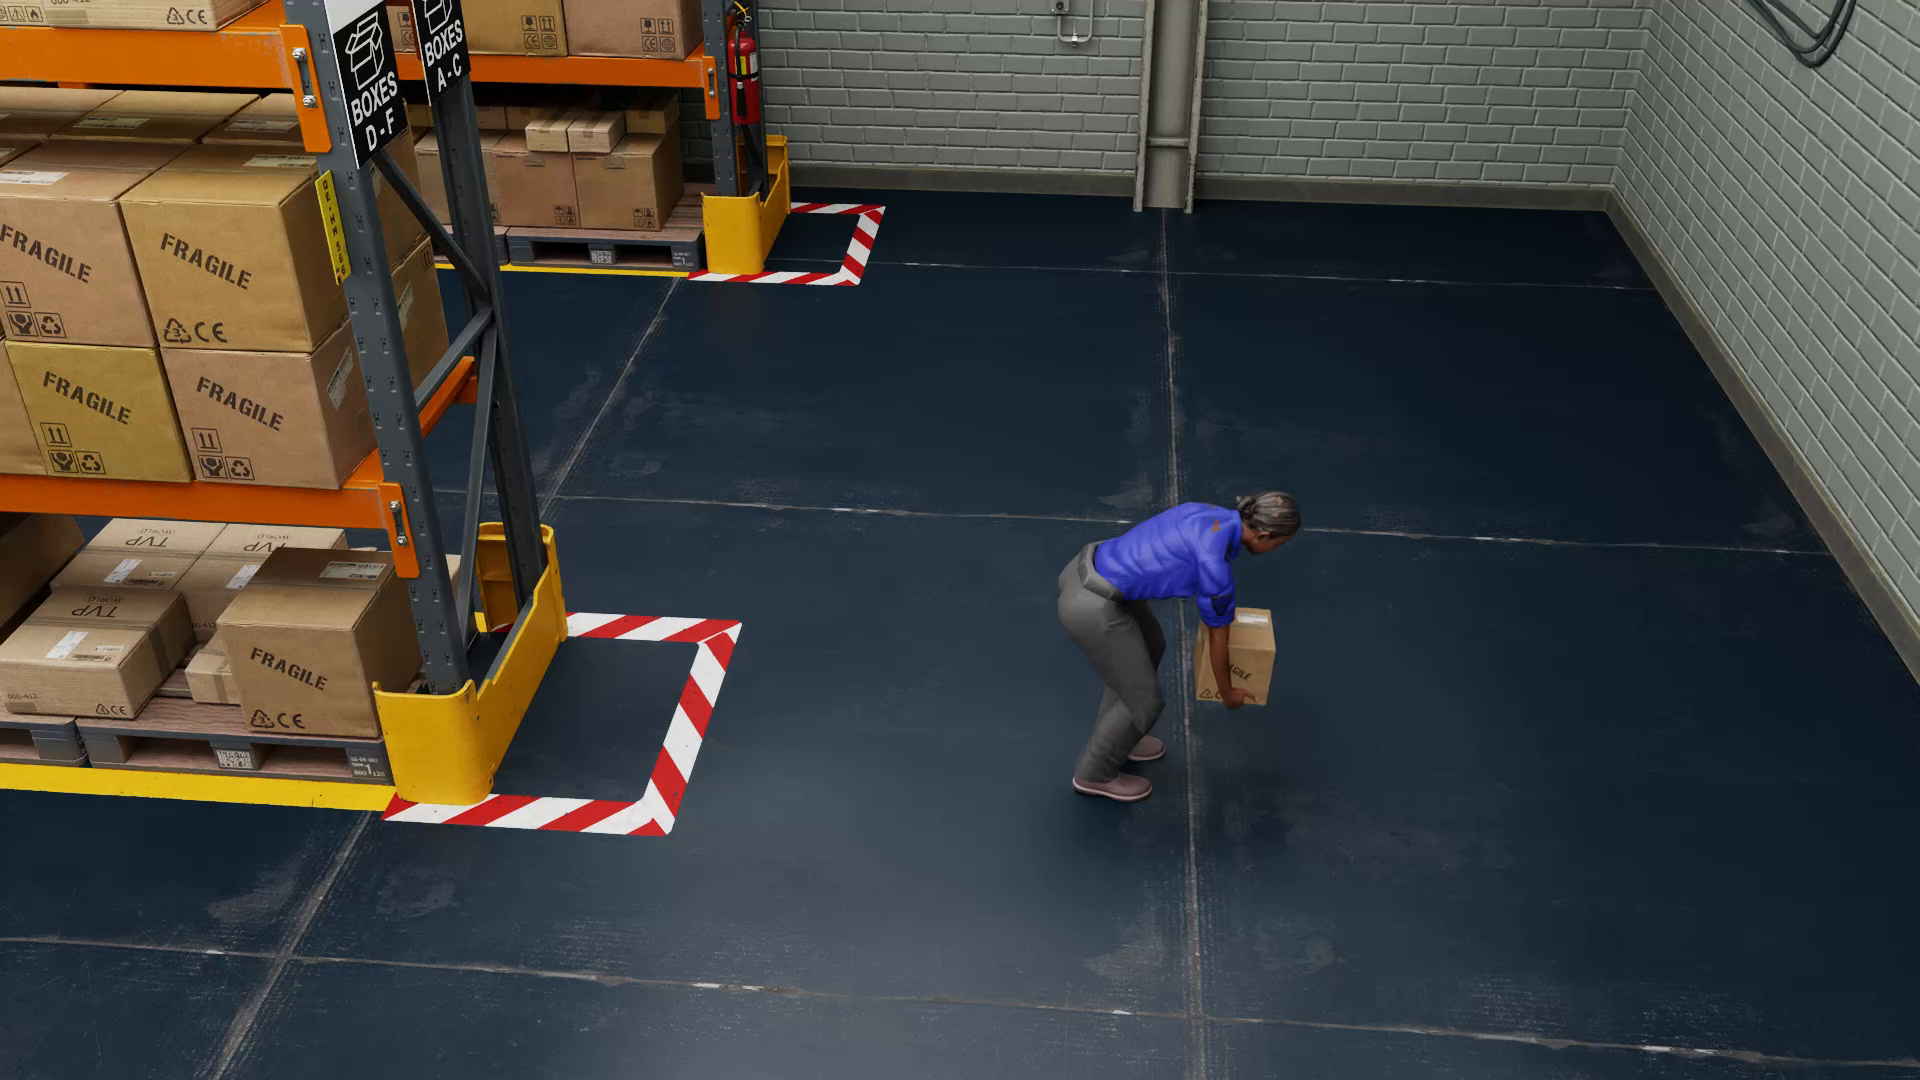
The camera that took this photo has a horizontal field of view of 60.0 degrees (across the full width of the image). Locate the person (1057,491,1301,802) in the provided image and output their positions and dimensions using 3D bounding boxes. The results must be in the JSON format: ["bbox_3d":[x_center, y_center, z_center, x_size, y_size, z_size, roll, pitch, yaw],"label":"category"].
[{"bbox_3d":[0.756,0.363,5.980,0.824,1.221,0.426,1,32,2],"label":"person"}]
